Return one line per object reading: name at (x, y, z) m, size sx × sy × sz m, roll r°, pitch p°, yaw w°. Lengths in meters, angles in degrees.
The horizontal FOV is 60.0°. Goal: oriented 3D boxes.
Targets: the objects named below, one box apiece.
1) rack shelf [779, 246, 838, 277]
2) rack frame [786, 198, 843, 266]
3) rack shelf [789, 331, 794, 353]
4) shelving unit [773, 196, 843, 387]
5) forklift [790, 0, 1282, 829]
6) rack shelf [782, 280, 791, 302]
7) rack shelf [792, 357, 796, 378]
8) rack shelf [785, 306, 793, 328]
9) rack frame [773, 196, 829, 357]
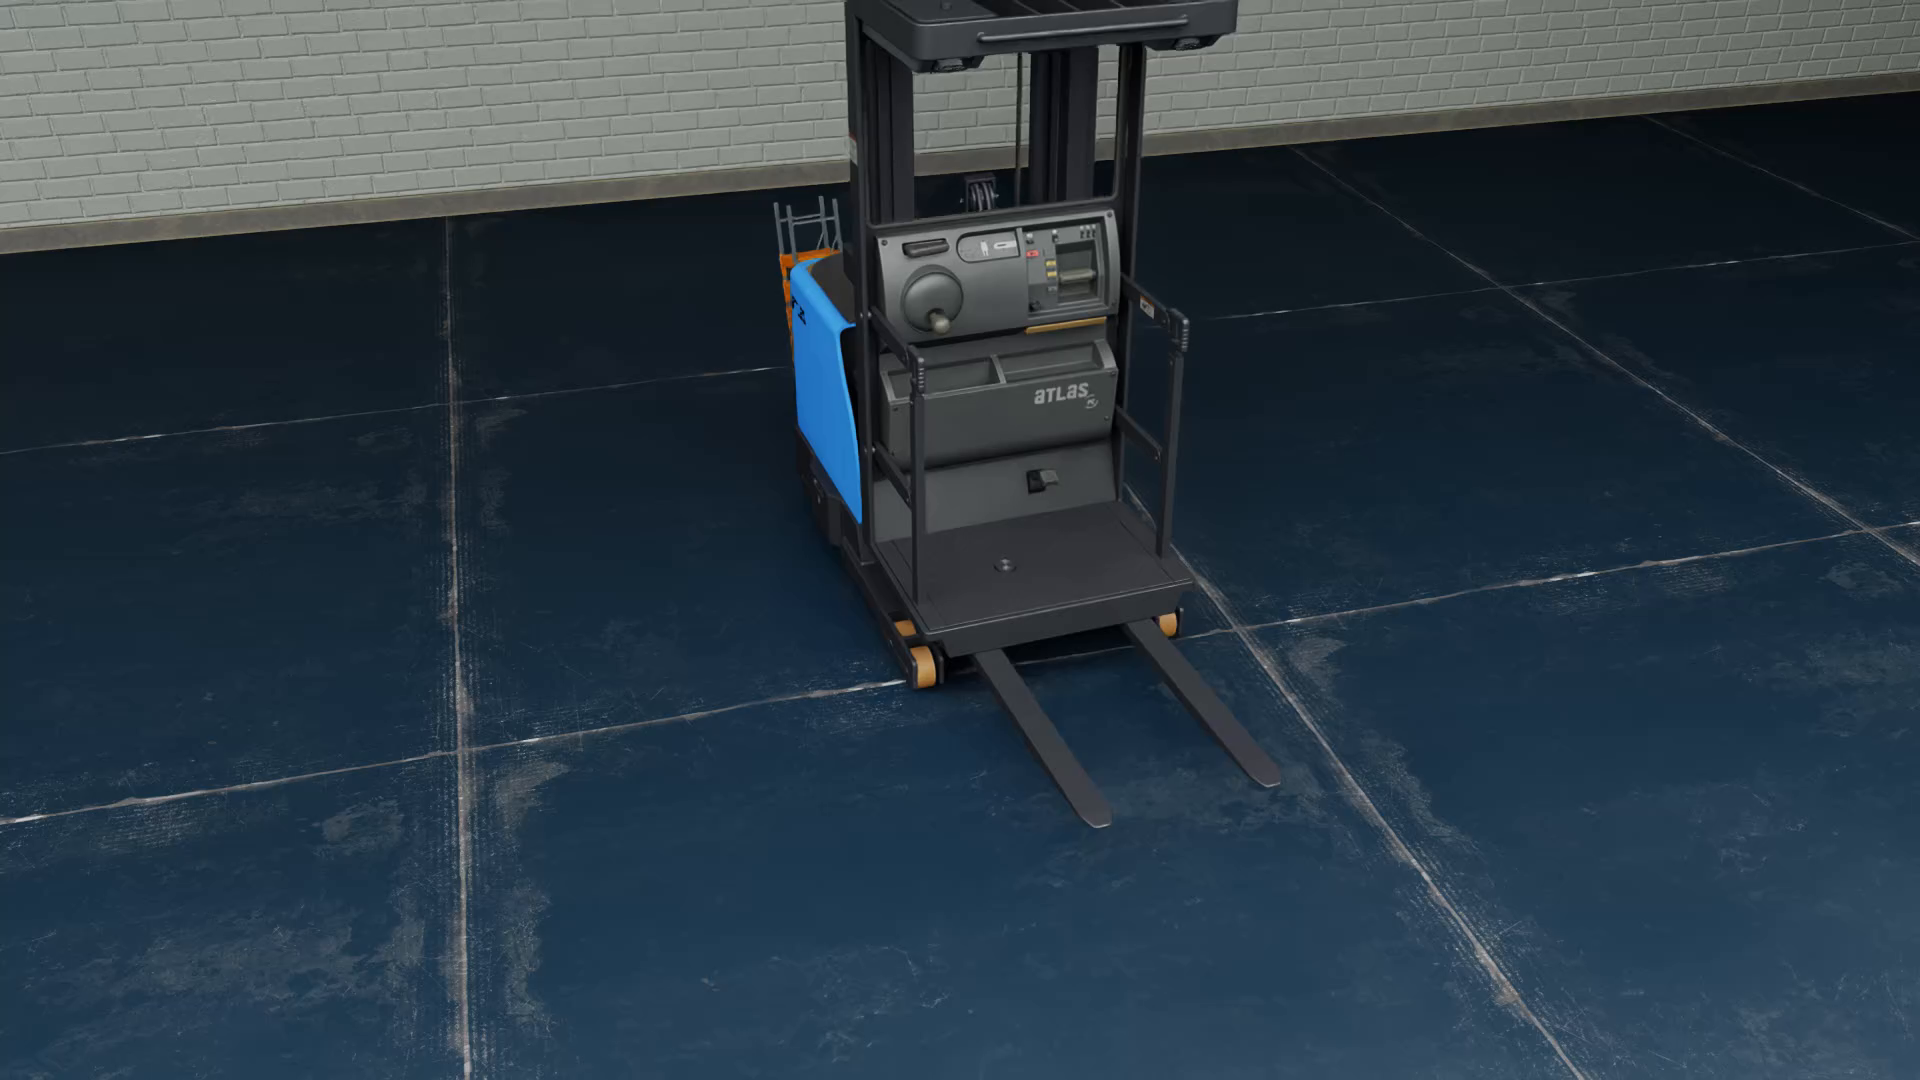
rack shelf at (-0.676, -1.267, 7.615) m, size 0.258 × 0.103 × 0.180 m, roll -13°, pitch 19°, yaw -21°
rack frame at (-0.609, -0.946, 7.633) m, size 0.240 × 1.200 × 0.006 m, roll -13°, pitch 19°, yaw -21°
rack shelf at (-0.642, -0.927, 7.727) m, size 0.258 × 0.103 × 0.180 m, roll -13°, pitch 19°, yaw -21°
shelving unit at (-0.646, -0.969, 7.713) m, size 0.258 × 1.200 × 0.189 m, roll -13°, pitch 19°, yaw -21°
forklift at (0.226, -0.937, 5.944) m, size 1.130 × 2.935 × 3.031 m, roll -10°, pitch 32°, yaw -17°
rack shelf at (-0.664, -1.154, 7.653) m, size 0.258 × 0.103 × 0.180 m, roll -13°, pitch 19°, yaw -21°
rack shelf at (-0.630, -0.813, 7.764) m, size 0.258 × 0.103 × 0.180 m, roll -13°, pitch 19°, yaw -21°
rack shelf at (-0.653, -1.040, 7.690) m, size 0.258 × 0.103 × 0.180 m, roll -13°, pitch 19°, yaw -21°
rack frame at (-0.683, -0.991, 7.794) m, size 0.240 × 1.200 × 0.006 m, roll -13°, pitch 19°, yaw -21°
